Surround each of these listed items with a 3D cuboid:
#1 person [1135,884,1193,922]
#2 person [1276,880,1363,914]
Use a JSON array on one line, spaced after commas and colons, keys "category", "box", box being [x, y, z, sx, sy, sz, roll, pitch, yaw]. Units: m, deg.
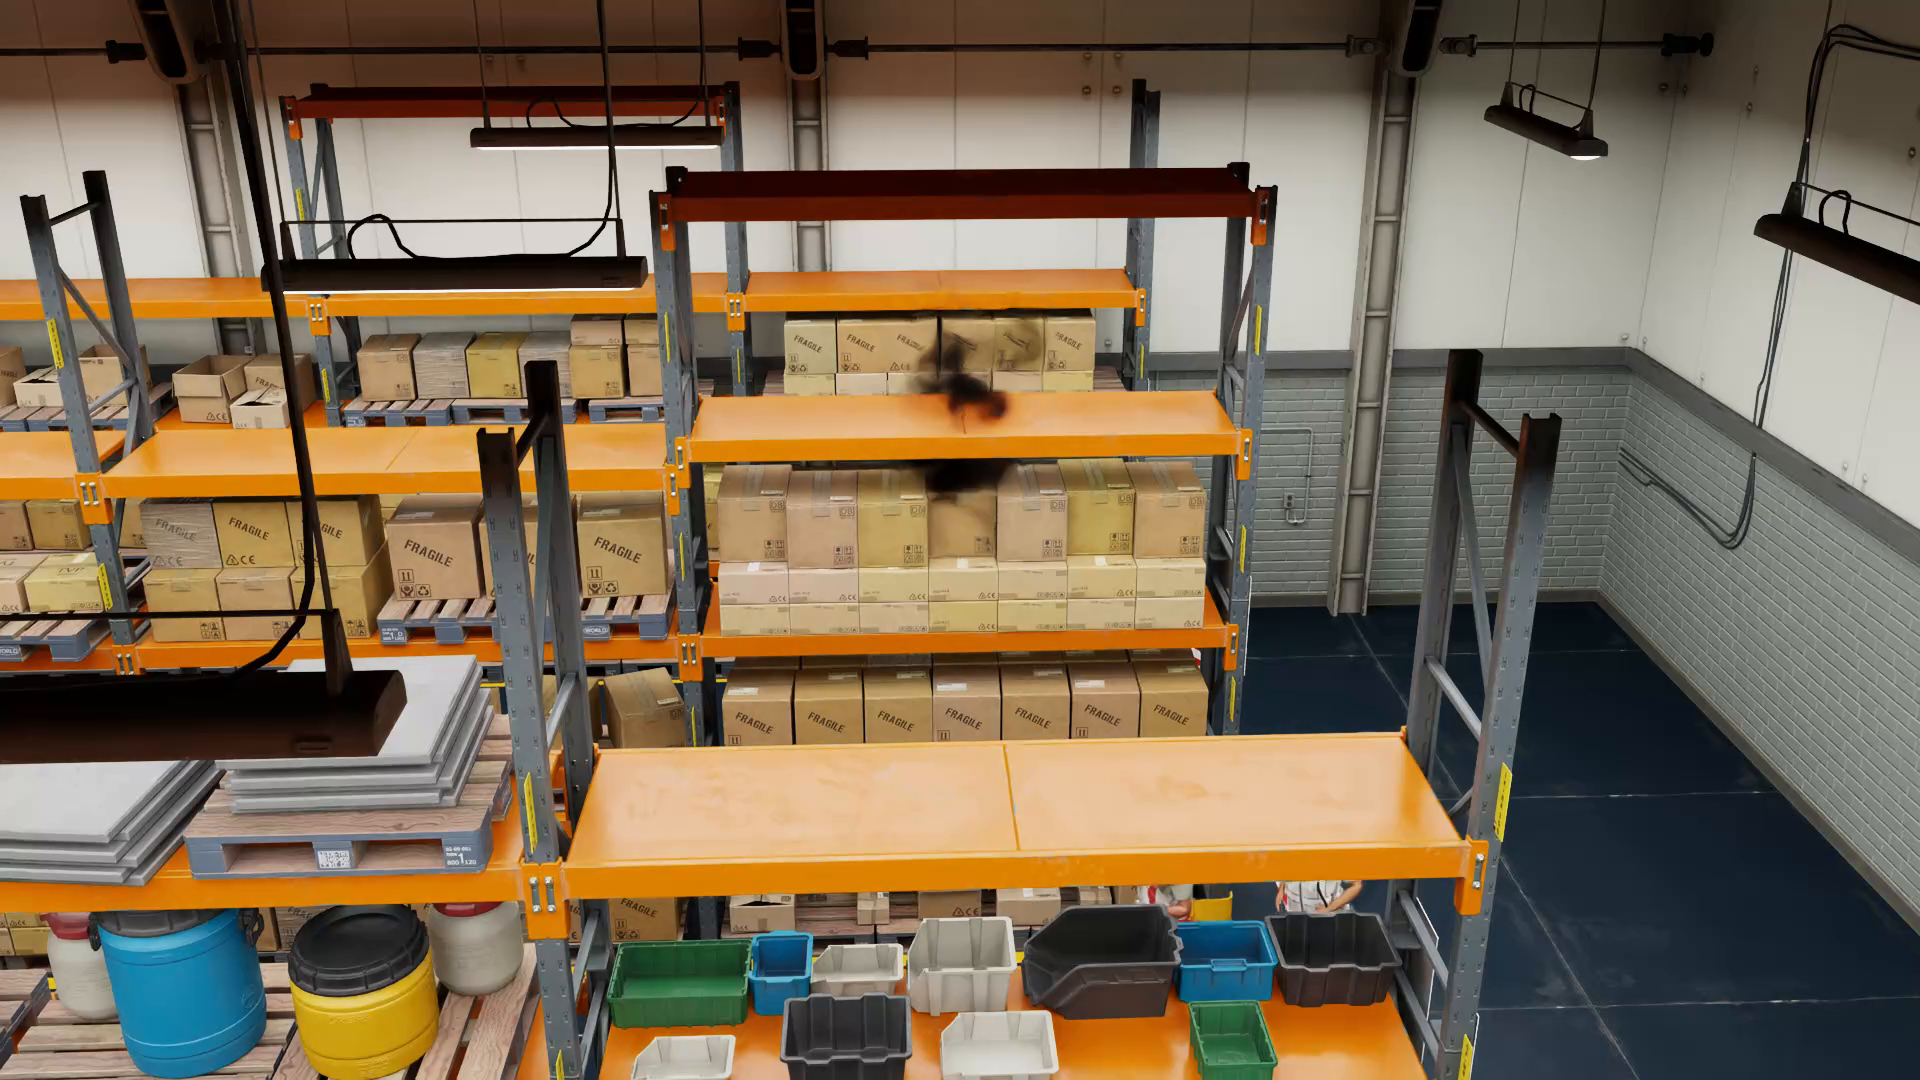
[{"category": "person", "box": [1.396, 2.678, 11.560, 0.941, 1.797, 0.653, -5, 23, -12]}, {"category": "person", "box": [2.488, 2.681, 11.854, 0.662, 1.667, 0.496, 20, 30, 40]}]
